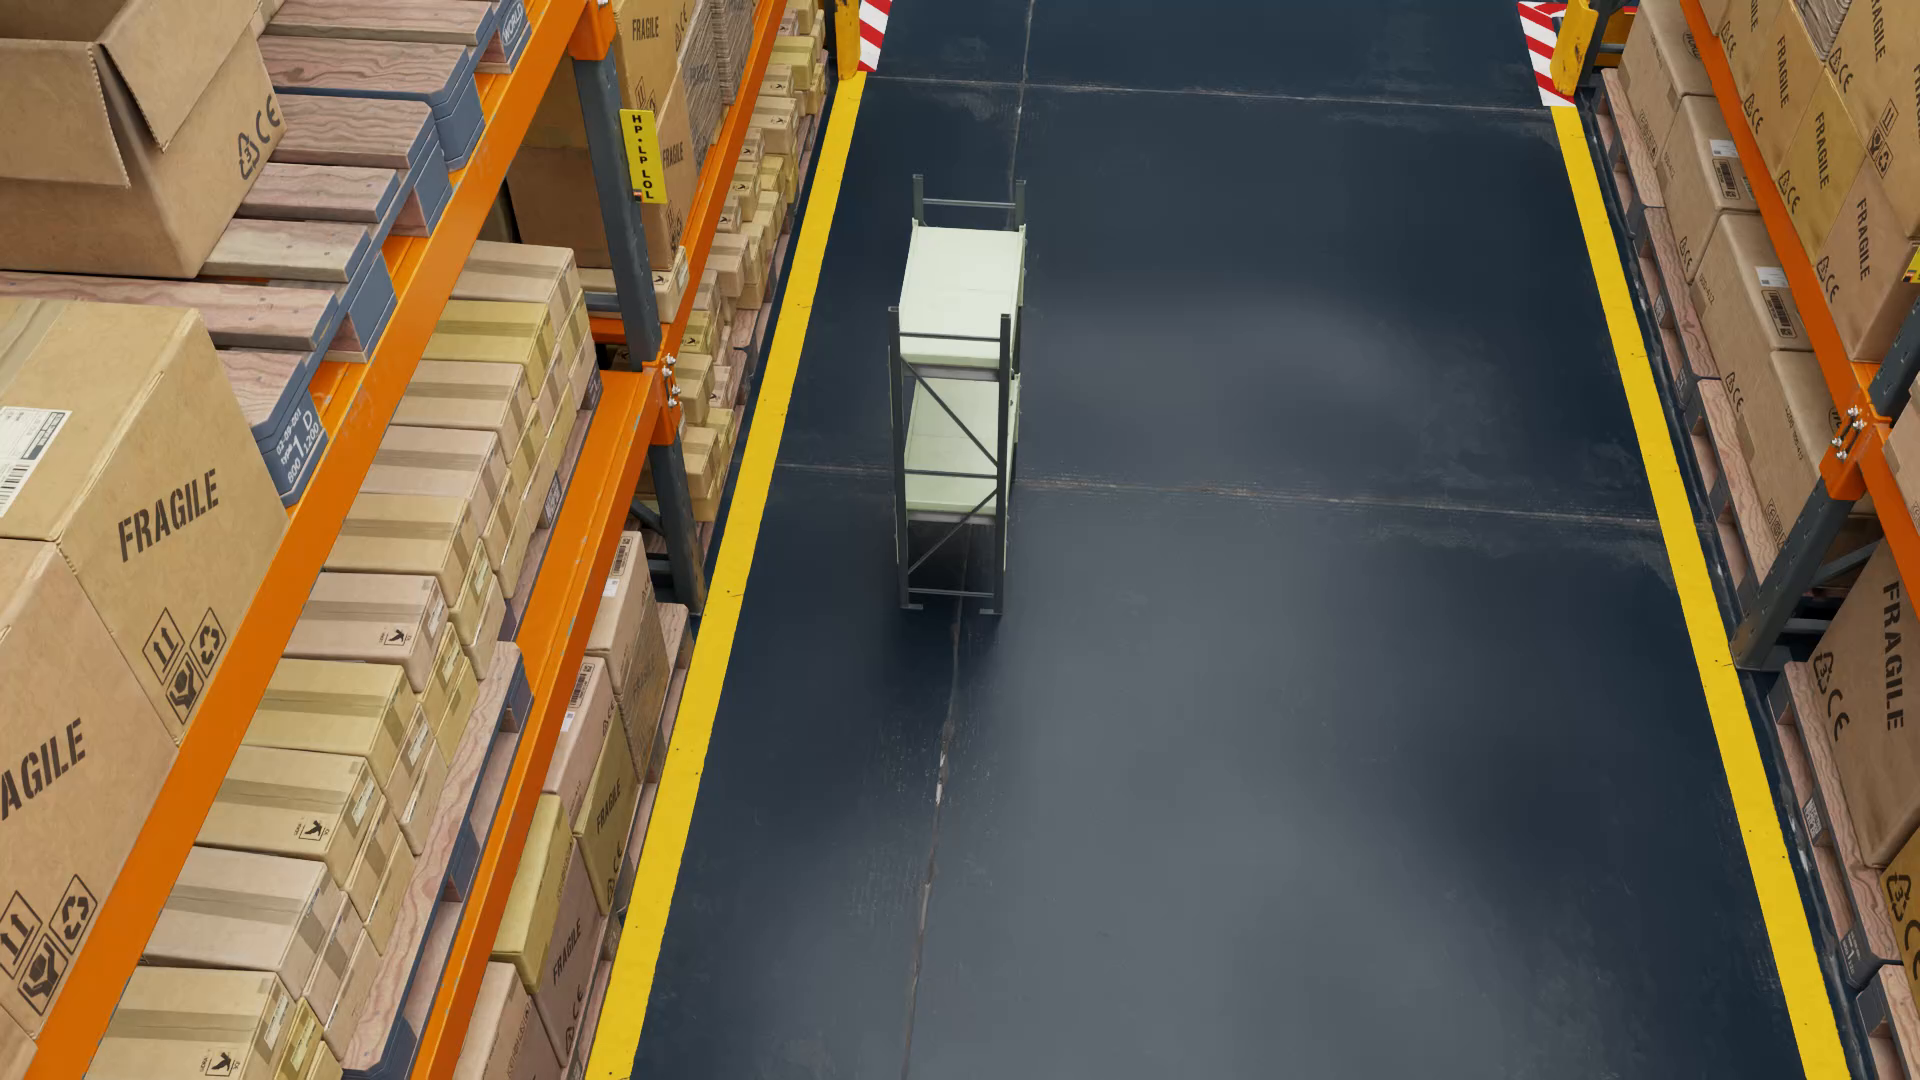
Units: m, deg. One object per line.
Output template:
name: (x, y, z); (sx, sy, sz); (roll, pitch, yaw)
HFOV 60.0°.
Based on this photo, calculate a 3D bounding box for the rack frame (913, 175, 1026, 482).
rack frame: (0.033, -0.770, 6.438); (0.400, 1.500, 0.023); (4, 48, 4)

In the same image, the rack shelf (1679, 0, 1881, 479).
rack shelf: (3.621, -1.757, 6.812); (1.077, 0.370, 4.000); (4, 48, 4)

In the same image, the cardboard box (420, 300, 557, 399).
cardboard box: (-1.365, -0.541, 4.695); (0.380, 0.149, 0.250); (3, 48, 2)

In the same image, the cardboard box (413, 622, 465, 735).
cardboard box: (-1.456, 0.328, 4.101); (0.380, 0.149, 0.250); (4, 48, 4)

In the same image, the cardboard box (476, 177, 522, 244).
cardboard box: (-1.737, -1.298, 5.635); (0.500, 0.500, 0.500); (4, 48, 4)

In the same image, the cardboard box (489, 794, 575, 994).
cardboard box: (-1.410, 0.990, 4.713); (0.500, 0.250, 0.500); (2, 48, 2)

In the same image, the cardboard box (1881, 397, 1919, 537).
cardboard box: (3.136, -0.174, 4.978); (0.500, 0.250, 0.500); (3, 48, 3)

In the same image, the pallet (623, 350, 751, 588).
pallet: (-1.473, -0.344, 6.922); (1.003, 0.211, 1.213); (4, 48, 4)

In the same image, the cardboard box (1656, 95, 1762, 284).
cardboard box: (3.768, -1.582, 7.616); (0.875, 0.438, 0.875); (5, 48, 5)

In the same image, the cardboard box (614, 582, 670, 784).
cardboard box: (-1.316, 0.473, 5.694); (0.500, 0.500, 0.500); (3, 48, 3)

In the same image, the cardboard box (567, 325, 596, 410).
cardboard box: (-1.339, -0.541, 5.098); (0.380, 0.149, 0.250); (3, 48, 3)

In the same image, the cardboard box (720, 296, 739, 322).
cardboard box: (-1.152, -1.086, 7.156); (0.380, 0.149, 0.250); (6, 48, 5)

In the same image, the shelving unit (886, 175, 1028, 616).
shelving unit: (-0.001, -0.501, 6.192); (0.431, 1.500, 0.755); (4, 48, 4)

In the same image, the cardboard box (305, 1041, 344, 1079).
cardboard box: (-1.550, 1.184, 3.520); (0.380, 0.149, 0.250); (6, 48, 5)

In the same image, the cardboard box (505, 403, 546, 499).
cardboard box: (-1.387, -0.265, 4.644); (0.380, 0.149, 0.250); (6, 48, 5)

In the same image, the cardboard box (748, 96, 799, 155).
cardboard box: (-0.964, -1.936, 7.732); (0.380, 0.149, 0.250); (5, 48, 5)

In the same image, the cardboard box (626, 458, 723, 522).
cardboard box: (-1.146, -0.215, 6.561); (0.380, 0.149, 0.250); (2, 48, 2)

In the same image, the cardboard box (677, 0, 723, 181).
cardboard box: (-1.165, -1.634, 5.943); (0.500, 0.500, 0.500); (4, 48, 4)

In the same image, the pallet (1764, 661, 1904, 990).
pallet: (3.444, 0.983, 5.708); (1.003, 0.211, 1.213); (4, 48, 4)

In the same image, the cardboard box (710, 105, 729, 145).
cardboard box: (-1.107, -1.665, 6.410); (0.380, 0.149, 0.250); (5, 48, 4)

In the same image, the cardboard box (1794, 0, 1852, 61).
cardboard box: (3.299, -2.014, 5.814); (0.500, 0.500, 0.500); (4, 48, 4)

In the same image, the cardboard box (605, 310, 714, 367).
cardboard box: (-1.204, -0.796, 6.690); (0.380, 0.149, 0.250); (3, 48, 3)

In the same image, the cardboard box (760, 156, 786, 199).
cardboard box: (-1.021, -1.651, 7.673); (0.380, 0.149, 0.250); (6, 48, 5)

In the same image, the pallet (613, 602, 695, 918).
pallet: (-1.569, 0.724, 5.945); (1.003, 0.211, 1.213); (4, 48, 4)

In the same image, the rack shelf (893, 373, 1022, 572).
rack shelf: (-0.001, -0.281, 6.433); (0.431, 0.370, 0.720); (4, 48, 4)

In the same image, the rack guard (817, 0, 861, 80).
rack guard: (-1.142, -2.829, 8.999); (1.175, 0.500, 0.348); (4, 48, 4)

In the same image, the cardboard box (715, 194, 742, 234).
cardboard box: (-1.155, -1.377, 7.221); (0.380, 0.149, 0.250); (2, 48, 2)

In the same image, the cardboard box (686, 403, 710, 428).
cardboard box: (-1.214, -0.506, 6.626); (0.380, 0.149, 0.250); (4, 48, 4)

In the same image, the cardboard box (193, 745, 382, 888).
cardboard box: (-1.511, 0.600, 3.651); (0.380, 0.149, 0.250); (5, 48, 5)

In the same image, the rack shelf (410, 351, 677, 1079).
rack shelf: (-1.682, 0.923, 4.360); (1.077, 0.370, 4.000); (4, 48, 4)

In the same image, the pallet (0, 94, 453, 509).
pallet: (-1.753, -0.529, 3.296); (1.213, 0.211, 1.003); (4, 48, 4)

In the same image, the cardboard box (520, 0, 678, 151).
cardboard box: (-1.216, -1.576, 5.212); (0.500, 0.500, 0.500); (5, 48, 4)

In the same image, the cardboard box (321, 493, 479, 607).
cardboard box: (-1.440, 0.022, 4.180); (0.380, 0.149, 0.250); (2, 48, 2)

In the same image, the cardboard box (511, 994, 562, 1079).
cardboard box: (-1.461, 1.602, 4.661); (0.500, 0.500, 0.500); (3, 48, 3)

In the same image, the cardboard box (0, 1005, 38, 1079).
cardboard box: (-1.547, 0.702, 1.974); (0.500, 0.500, 0.500); (4, 48, 4)

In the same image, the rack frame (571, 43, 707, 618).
rack frame: (-1.499, -0.789, 5.439); (1.000, 3.000, 0.127); (4, 48, 4)

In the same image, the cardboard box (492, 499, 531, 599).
cardboard box: (-1.409, 0.017, 4.587); (0.380, 0.149, 0.250); (2, 48, 2)

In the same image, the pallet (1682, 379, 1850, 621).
pallet: (3.586, -0.143, 6.738); (1.003, 0.211, 1.213); (4, 48, 4)

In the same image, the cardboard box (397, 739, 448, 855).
cardboard box: (-1.478, 0.612, 4.043); (0.380, 0.149, 0.250); (2, 48, 2)

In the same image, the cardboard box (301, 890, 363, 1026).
cardboard box: (-1.530, 0.887, 3.590); (0.380, 0.149, 0.250); (4, 48, 4)

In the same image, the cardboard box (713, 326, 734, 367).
cardboard box: (-1.178, -0.786, 7.084); (0.380, 0.149, 0.250); (3, 48, 3)

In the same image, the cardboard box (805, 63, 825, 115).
cardboard box: (-0.898, -2.312, 8.479); (0.380, 0.149, 0.250); (5, 48, 5)

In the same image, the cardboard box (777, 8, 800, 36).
cardboard box: (-1.011, -2.522, 8.268); (0.380, 0.149, 0.250); (5, 48, 4)

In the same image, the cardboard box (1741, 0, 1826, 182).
cardboard box: (3.300, -1.671, 6.178); (0.500, 0.500, 0.500); (3, 48, 3)

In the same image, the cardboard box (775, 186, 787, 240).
cardboard box: (-1.023, -1.550, 7.782); (0.380, 0.149, 0.250); (5, 48, 4)

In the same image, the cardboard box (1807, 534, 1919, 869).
cardboard box: (3.462, 0.506, 5.410); (0.875, 0.875, 0.875); (5, 48, 5)
